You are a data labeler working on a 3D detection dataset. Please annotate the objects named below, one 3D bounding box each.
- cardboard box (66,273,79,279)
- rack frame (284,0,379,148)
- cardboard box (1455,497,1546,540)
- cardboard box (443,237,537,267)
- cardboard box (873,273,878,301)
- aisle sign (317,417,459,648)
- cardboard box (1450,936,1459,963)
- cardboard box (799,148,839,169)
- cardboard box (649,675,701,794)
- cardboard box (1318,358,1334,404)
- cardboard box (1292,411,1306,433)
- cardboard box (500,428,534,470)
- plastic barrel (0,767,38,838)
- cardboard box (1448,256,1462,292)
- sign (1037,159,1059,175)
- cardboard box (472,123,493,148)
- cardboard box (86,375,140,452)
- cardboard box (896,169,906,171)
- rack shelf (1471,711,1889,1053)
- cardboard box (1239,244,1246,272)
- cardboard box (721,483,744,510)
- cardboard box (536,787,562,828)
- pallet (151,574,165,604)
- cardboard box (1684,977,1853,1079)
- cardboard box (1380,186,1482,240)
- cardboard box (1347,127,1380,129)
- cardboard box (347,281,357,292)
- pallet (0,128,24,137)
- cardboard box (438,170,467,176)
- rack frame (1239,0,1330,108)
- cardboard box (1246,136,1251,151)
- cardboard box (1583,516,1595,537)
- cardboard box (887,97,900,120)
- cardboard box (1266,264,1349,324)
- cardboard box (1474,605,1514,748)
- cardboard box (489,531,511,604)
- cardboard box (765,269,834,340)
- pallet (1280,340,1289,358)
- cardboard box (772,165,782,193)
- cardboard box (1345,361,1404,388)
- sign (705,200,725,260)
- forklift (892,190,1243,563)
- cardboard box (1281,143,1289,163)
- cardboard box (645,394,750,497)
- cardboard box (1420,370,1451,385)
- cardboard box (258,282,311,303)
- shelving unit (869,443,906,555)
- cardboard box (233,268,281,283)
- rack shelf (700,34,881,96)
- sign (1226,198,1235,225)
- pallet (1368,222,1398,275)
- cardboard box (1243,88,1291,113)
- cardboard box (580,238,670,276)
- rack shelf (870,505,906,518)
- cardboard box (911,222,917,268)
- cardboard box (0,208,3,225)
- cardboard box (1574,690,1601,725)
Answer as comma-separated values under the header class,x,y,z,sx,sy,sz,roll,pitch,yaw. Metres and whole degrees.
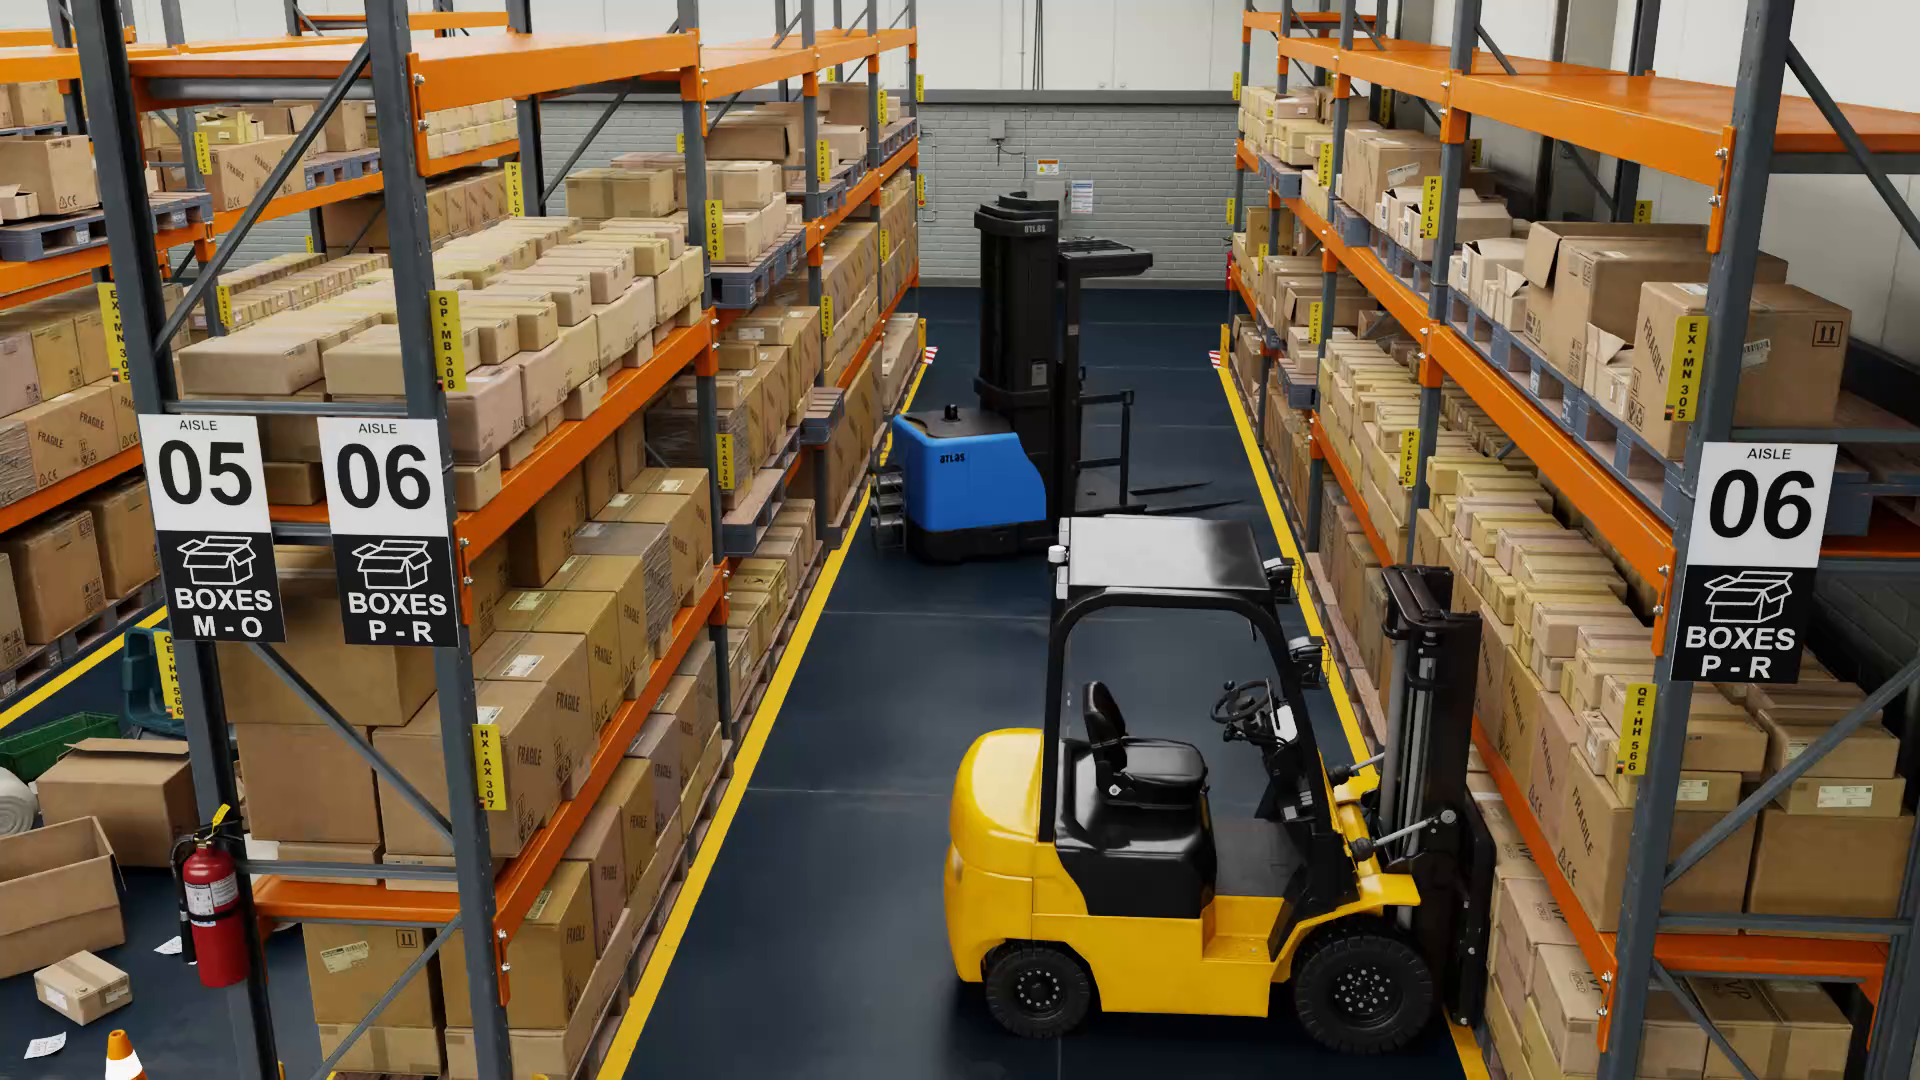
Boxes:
class,x,y,z,sx,sy,sz,roll,pitch,yaw
cardboard box,-10.746,-3.205,19.791,0.380,0.149,0.250,1,18,2
rack frame,-6.269,-5.465,16.649,1.000,3.000,0.127,1,18,4
cardboard box,2.675,-0.105,8.246,0.380,0.149,0.250,2,18,5
cardboard box,-2.309,-1.400,8.185,0.380,0.149,0.250,1,18,4
cardboard box,-1.114,-2.559,16.853,0.500,0.250,0.500,1,18,4
aisle sign,-1.880,-0.017,5.483,0.394,0.787,0.004,1,18,4
cardboard box,2.590,1.785,7.901,0.500,0.250,0.500,2,18,6
cardboard box,-1.311,-3.458,15.043,0.380,0.166,0.250,3,18,9
cardboard box,-1.708,1.048,8.944,0.500,0.500,0.500,2,18,5
cardboard box,3.039,-1.217,12.759,0.500,0.250,0.500,1,18,4
cardboard box,3.245,-1.073,15.179,0.380,0.149,0.250,0,18,1
cardboard box,-1.855,-0.375,6.336,0.380,0.149,0.250,2,18,5
plastic barrel,-5.394,1.482,9.222,0.512,0.421,0.421,17,25,41
cardboard box,2.718,-1.361,8.511,0.380,0.149,0.250,2,18,5
sign,1.387,-5.895,26.269,0.339,0.242,0.001,1,18,4
cardboard box,-5.829,-4.751,19.528,0.500,0.250,0.500,2,18,6
cardboard box,-6.394,-0.963,12.384,0.500,0.500,0.500,1,18,3
cardboard box,-0.864,-4.492,20.507,0.380,0.149,0.250,2,18,5
rack shelf,2.910,1.022,7.641,1.077,0.370,4.000,1,18,4
cardboard box,3.543,-3.289,19.405,0.500,0.250,0.500,1,18,3
cardboard box,-1.544,-0.295,10.235,0.380,0.149,0.250,2,18,5
cardboard box,-1.850,1.051,6.801,0.380,0.149,0.250,1,18,2
pallet,-6.688,0.197,13.484,1.003,0.211,1.213,1,18,4
cardboard box,2.989,1.789,6.283,0.500,0.250,0.500,1,18,3
cardboard box,2.917,-2.039,10.320,0.500,0.311,0.500,1,18,2
cardboard box,3.577,-3.624,14.938,0.380,0.149,0.250,1,18,4
cardboard box,-6.154,-2.464,16.376,0.380,0.149,0.250,1,18,2
pallet,-11.140,-4.393,18.338,1.003,0.211,1.213,1,18,4
cardboard box,-6.309,-4.230,20.271,0.500,0.500,0.500,2,18,6
rack frame,3.913,-6.518,19.864,1.000,3.000,0.127,1,18,4
cardboard box,3.498,-4.562,19.114,0.380,0.149,0.250,1,18,4
cardboard box,3.311,-0.093,8.210,0.380,0.149,0.250,1,18,3
cardboard box,-0.981,-5.237,20.176,0.500,0.250,0.500,0,18,-1
cardboard box,3.331,-2.366,15.992,0.700,0.500,0.500,1,18,5
cardboard box,2.647,0.619,7.556,0.500,0.500,0.500,1,18,4
cardboard box,-2.388,0.047,7.219,0.700,0.500,0.500,1,18,3
cardboard box,-1.332,-1.963,13.830,0.500,0.500,0.500,1,18,2
pallet,3.474,-1.696,15.089,1.003,0.211,1.213,1,18,4
cardboard box,-1.689,-2.471,12.170,0.700,0.500,0.500,1,18,4
cardboard box,3.006,-1.201,12.070,0.380,0.149,0.250,1,18,5
sign,-1.357,-1.712,9.182,0.100,0.325,0.005,1,18,4
forklift,0.975,-1.467,14.194,3.031,2.935,1.130,-6,19,-19
cardboard box,3.110,-3.498,15.034,0.380,0.149,0.250,2,18,5
cardboard box,-1.579,-0.578,10.057,0.500,0.500,0.500,2,18,5
cardboard box,3.487,-1.113,11.800,0.380,0.149,0.250,1,18,4
cardboard box,-6.237,-2.282,15.344,0.380,0.149,0.250,2,18,6
shelving unit,-0.608,-0.343,14.023,0.258,0.900,0.210,-7,19,-19
cardboard box,-6.829,-2.541,16.136,0.380,0.149,0.250,1,18,3
rack shelf,-1.468,-4.233,14.686,1.077,0.370,4.000,1,18,4
sign,3.372,-4.091,20.700,0.100,0.325,0.005,1,18,4
pallet,3.303,-1.958,11.069,1.003,0.211,1.213,2,18,6
cardboard box,3.576,-5.111,19.346,0.500,0.250,0.500,1,18,4
cardboard box,-1.641,-1.387,8.145,0.380,0.149,0.250,2,18,6
rack shelf,-0.608,-0.226,14.061,0.258,0.077,0.200,-7,19,-19
cardboard box,-0.809,-3.669,20.642,0.500,0.500,0.500,1,18,4
cardboard box,-6.483,-2.112,10.802,0.380,0.149,0.250,1,18,4
cardboard box,2.580,0.673,6.350,0.380,0.149,0.250,2,18,5
